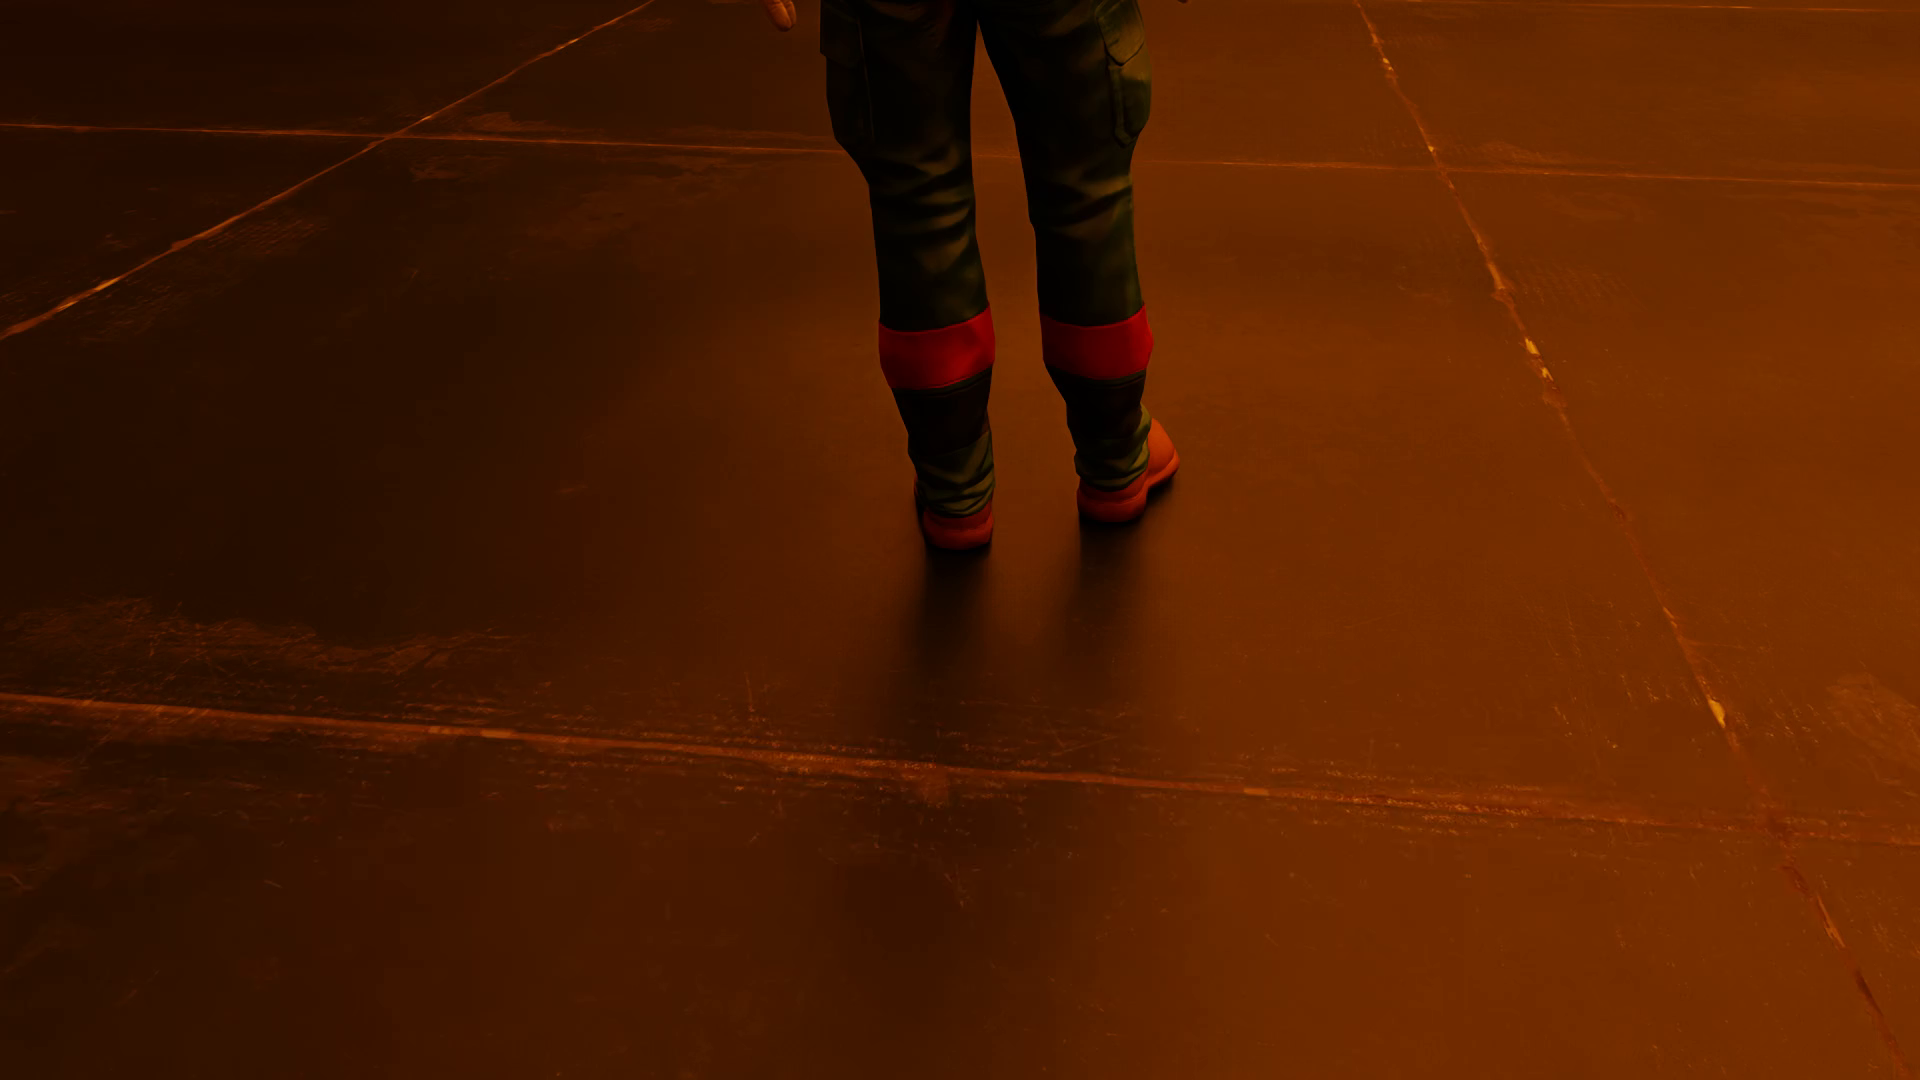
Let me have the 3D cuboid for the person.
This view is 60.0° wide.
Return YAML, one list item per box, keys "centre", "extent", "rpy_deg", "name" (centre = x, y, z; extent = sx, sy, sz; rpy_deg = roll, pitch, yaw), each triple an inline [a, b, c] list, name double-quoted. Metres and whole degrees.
- centre: [0.023, -0.842, 2.167]
  extent: [0.637, 1.787, 0.564]
  rpy_deg: [3, 27, 7]
  name: "person"
